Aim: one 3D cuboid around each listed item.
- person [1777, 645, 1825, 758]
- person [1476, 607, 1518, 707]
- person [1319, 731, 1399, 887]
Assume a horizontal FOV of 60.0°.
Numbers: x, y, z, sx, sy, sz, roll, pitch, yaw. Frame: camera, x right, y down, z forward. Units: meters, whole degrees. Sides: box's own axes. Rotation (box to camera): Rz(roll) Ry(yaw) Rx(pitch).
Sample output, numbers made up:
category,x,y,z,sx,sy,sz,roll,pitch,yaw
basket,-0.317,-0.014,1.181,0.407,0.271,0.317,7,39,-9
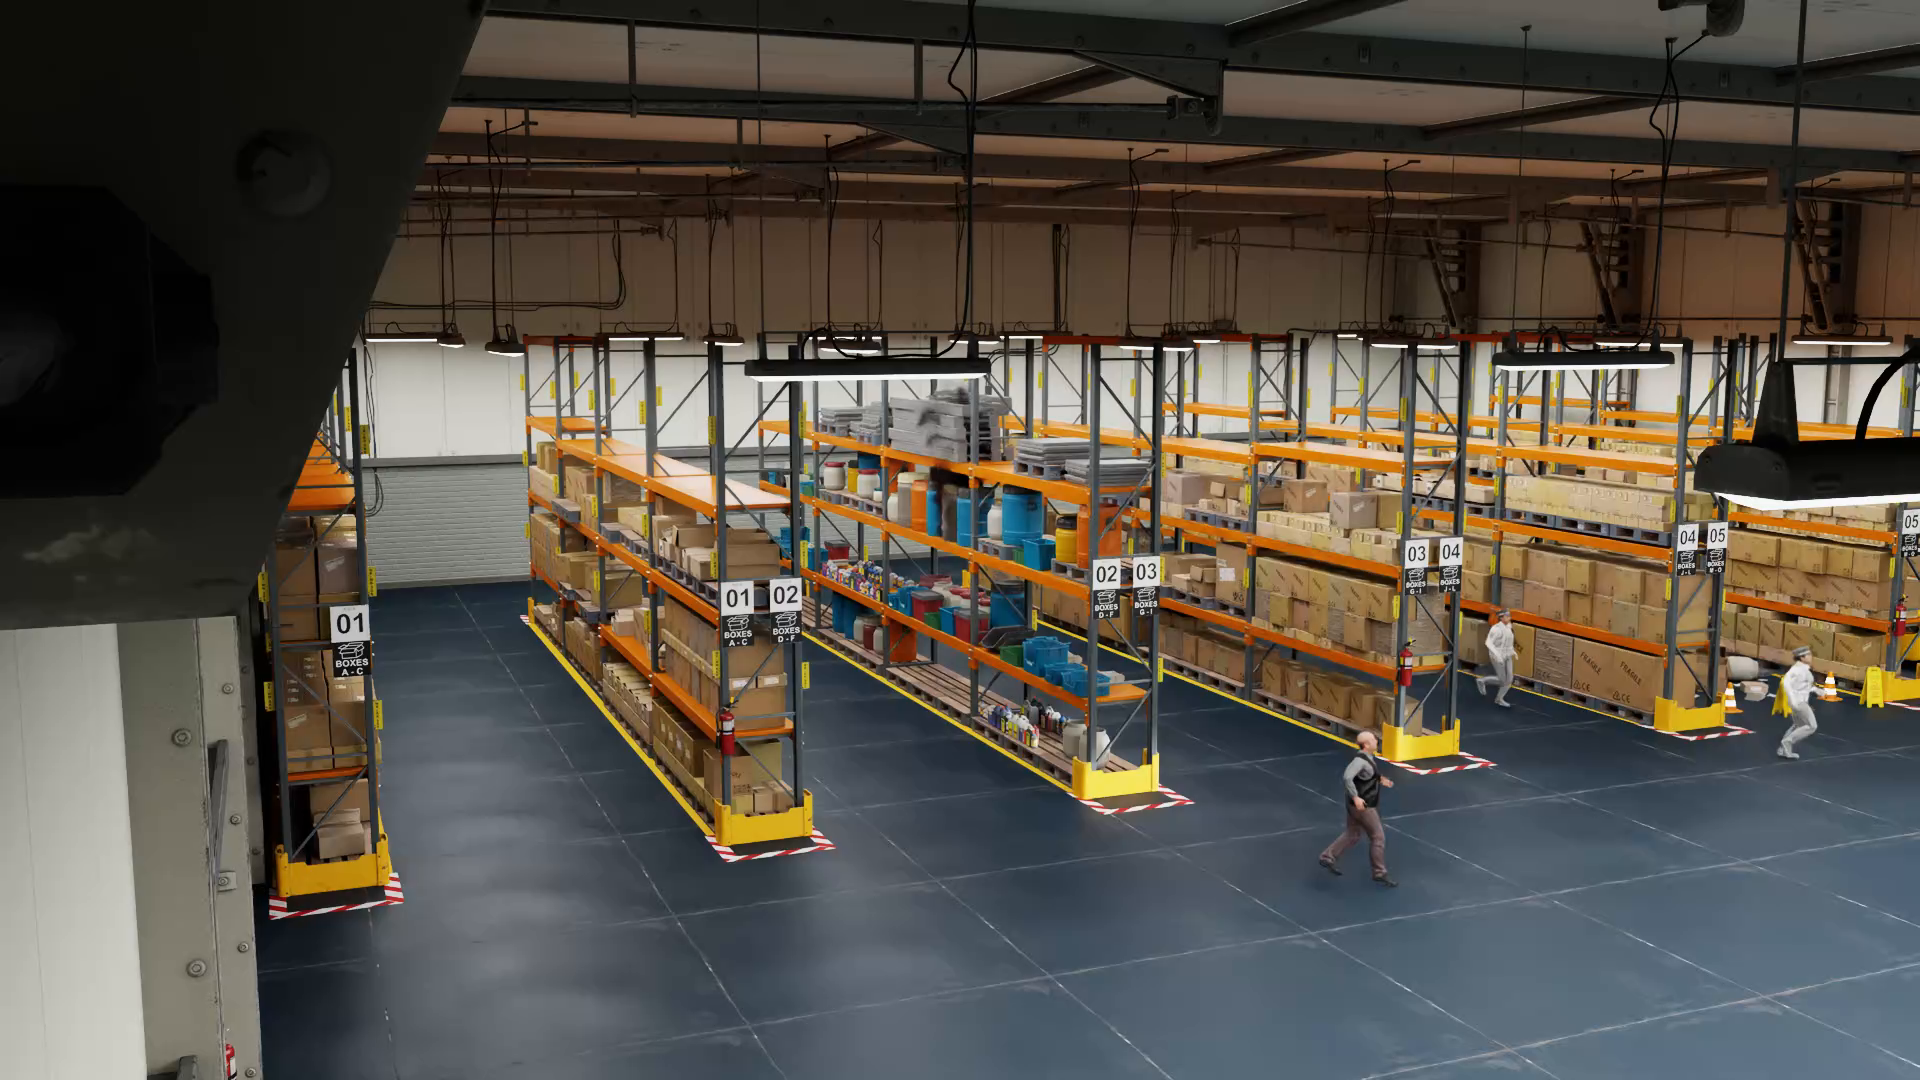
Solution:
category,x,y,z,sx,sy,sz,roll,pitch,yaw
person,12.131,2.329,23.946,0.565,1.662,0.623,4,9,29
person,8.840,1.895,27.358,0.603,1.648,0.593,-5,9,-33
person,4.496,2.998,18.684,0.879,1.741,0.653,1,8,5
